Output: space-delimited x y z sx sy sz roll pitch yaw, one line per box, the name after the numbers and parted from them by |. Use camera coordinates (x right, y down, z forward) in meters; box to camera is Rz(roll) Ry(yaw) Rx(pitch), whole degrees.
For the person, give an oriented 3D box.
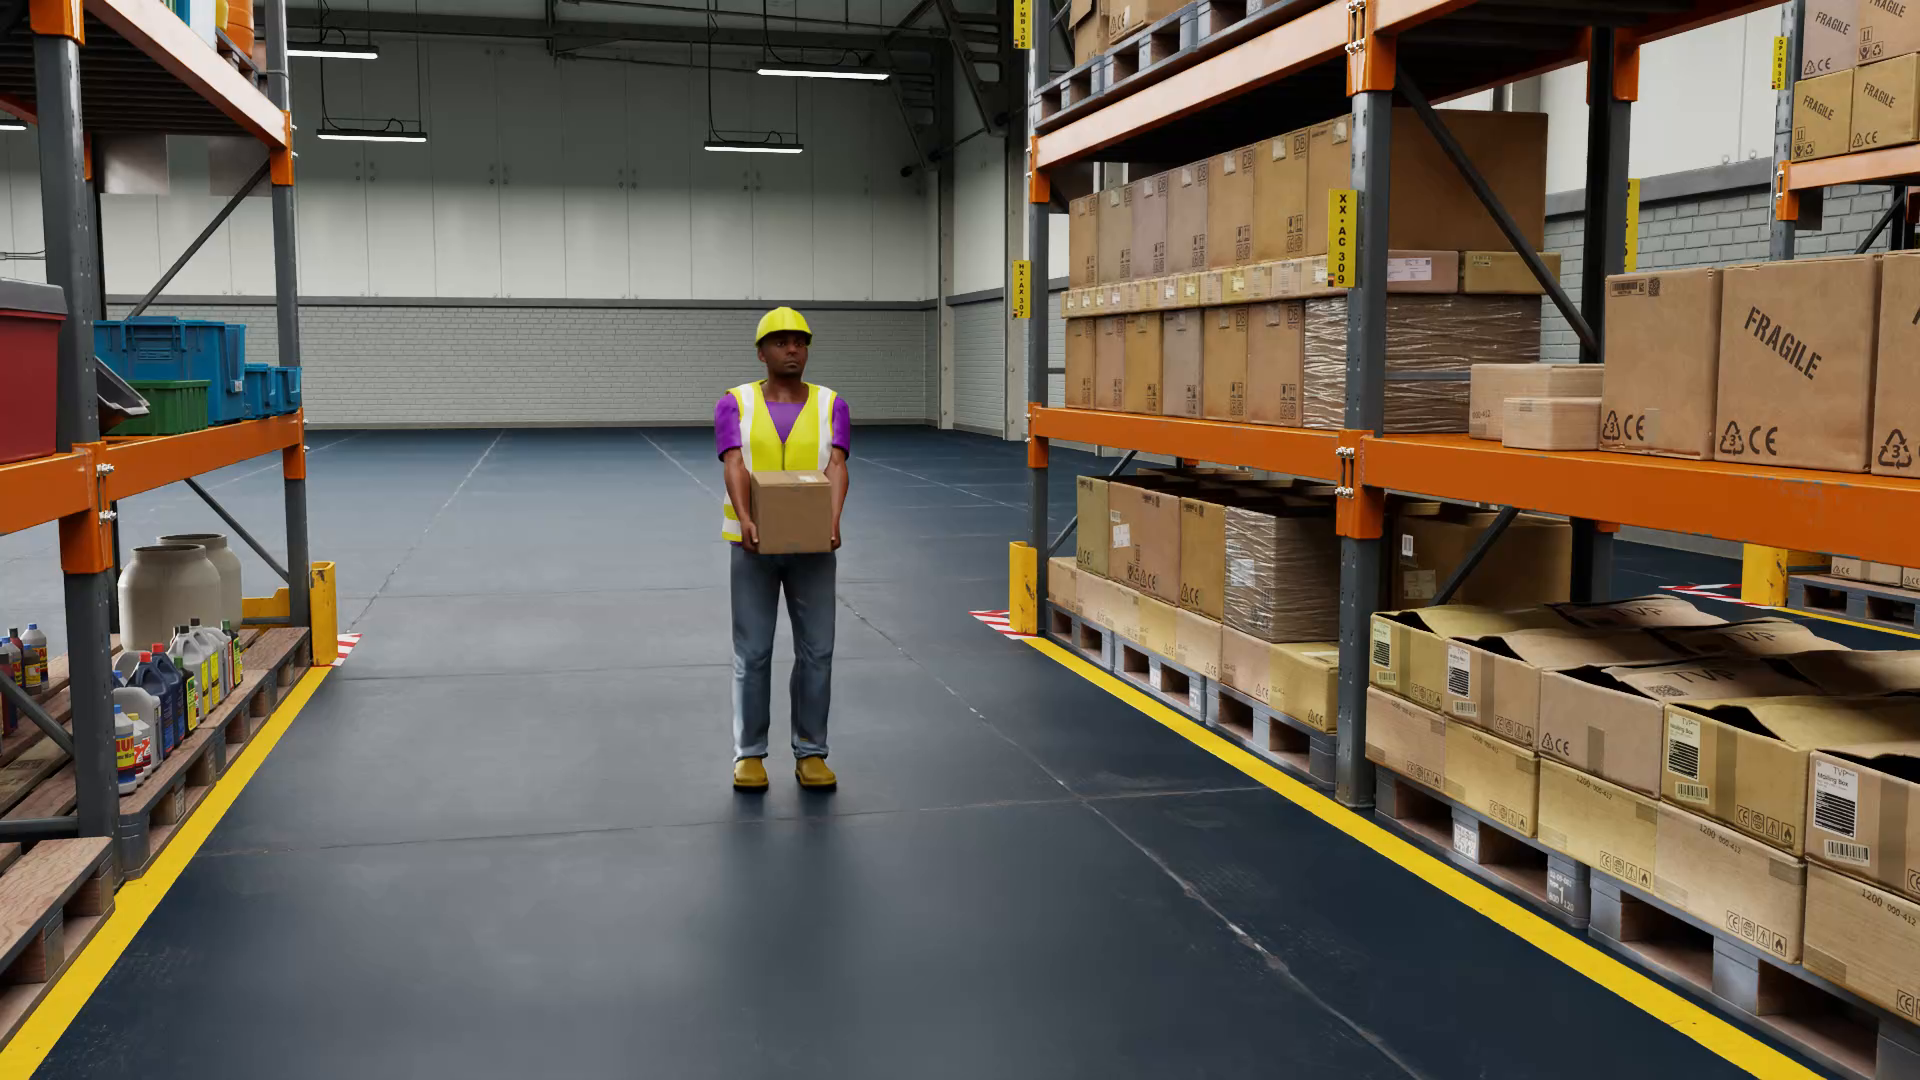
-0.626 0.032 6.072 0.502 1.761 0.577 -1 6 -13 | person
